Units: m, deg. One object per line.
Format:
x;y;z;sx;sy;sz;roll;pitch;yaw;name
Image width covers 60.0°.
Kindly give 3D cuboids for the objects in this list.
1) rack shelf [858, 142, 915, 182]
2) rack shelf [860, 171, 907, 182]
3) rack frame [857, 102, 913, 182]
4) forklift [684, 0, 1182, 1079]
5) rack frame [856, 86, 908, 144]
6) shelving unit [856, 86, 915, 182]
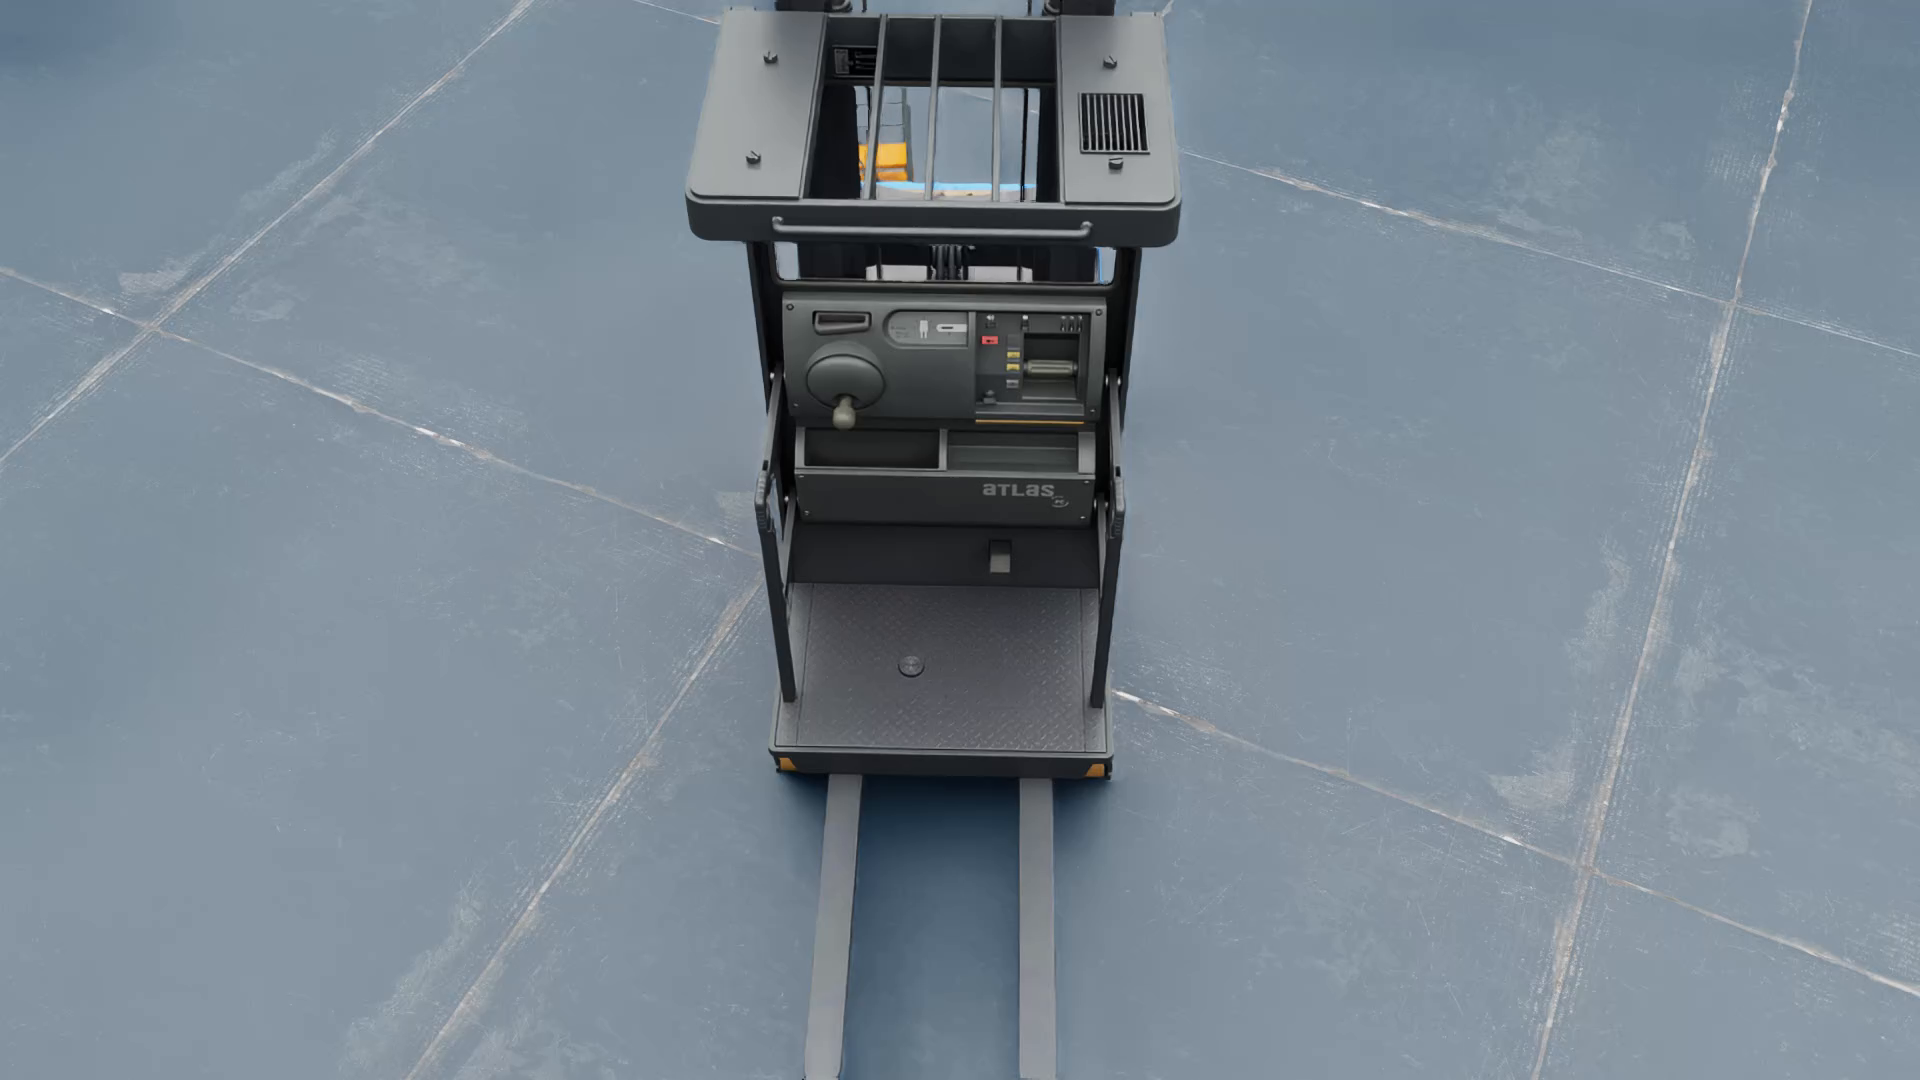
-0.303;-1.412;6.245;0.258;0.103;0.180;-4;40;-3;rack shelf
-0.302;-1.319;6.321;0.258;0.103;0.180;-4;40;-3;rack shelf
-0.292;-1.111;6.376;0.240;1.200;0.006;-4;40;-3;rack frame
-0.049;-0.409;4.673;1.130;2.935;3.031;1;50;1;forklift
-0.306;-1.227;6.516;0.240;1.200;0.006;-4;40;-3;rack frame
-0.299;-1.169;6.446;0.258;1.200;0.189;-4;40;-3;shelving unit
